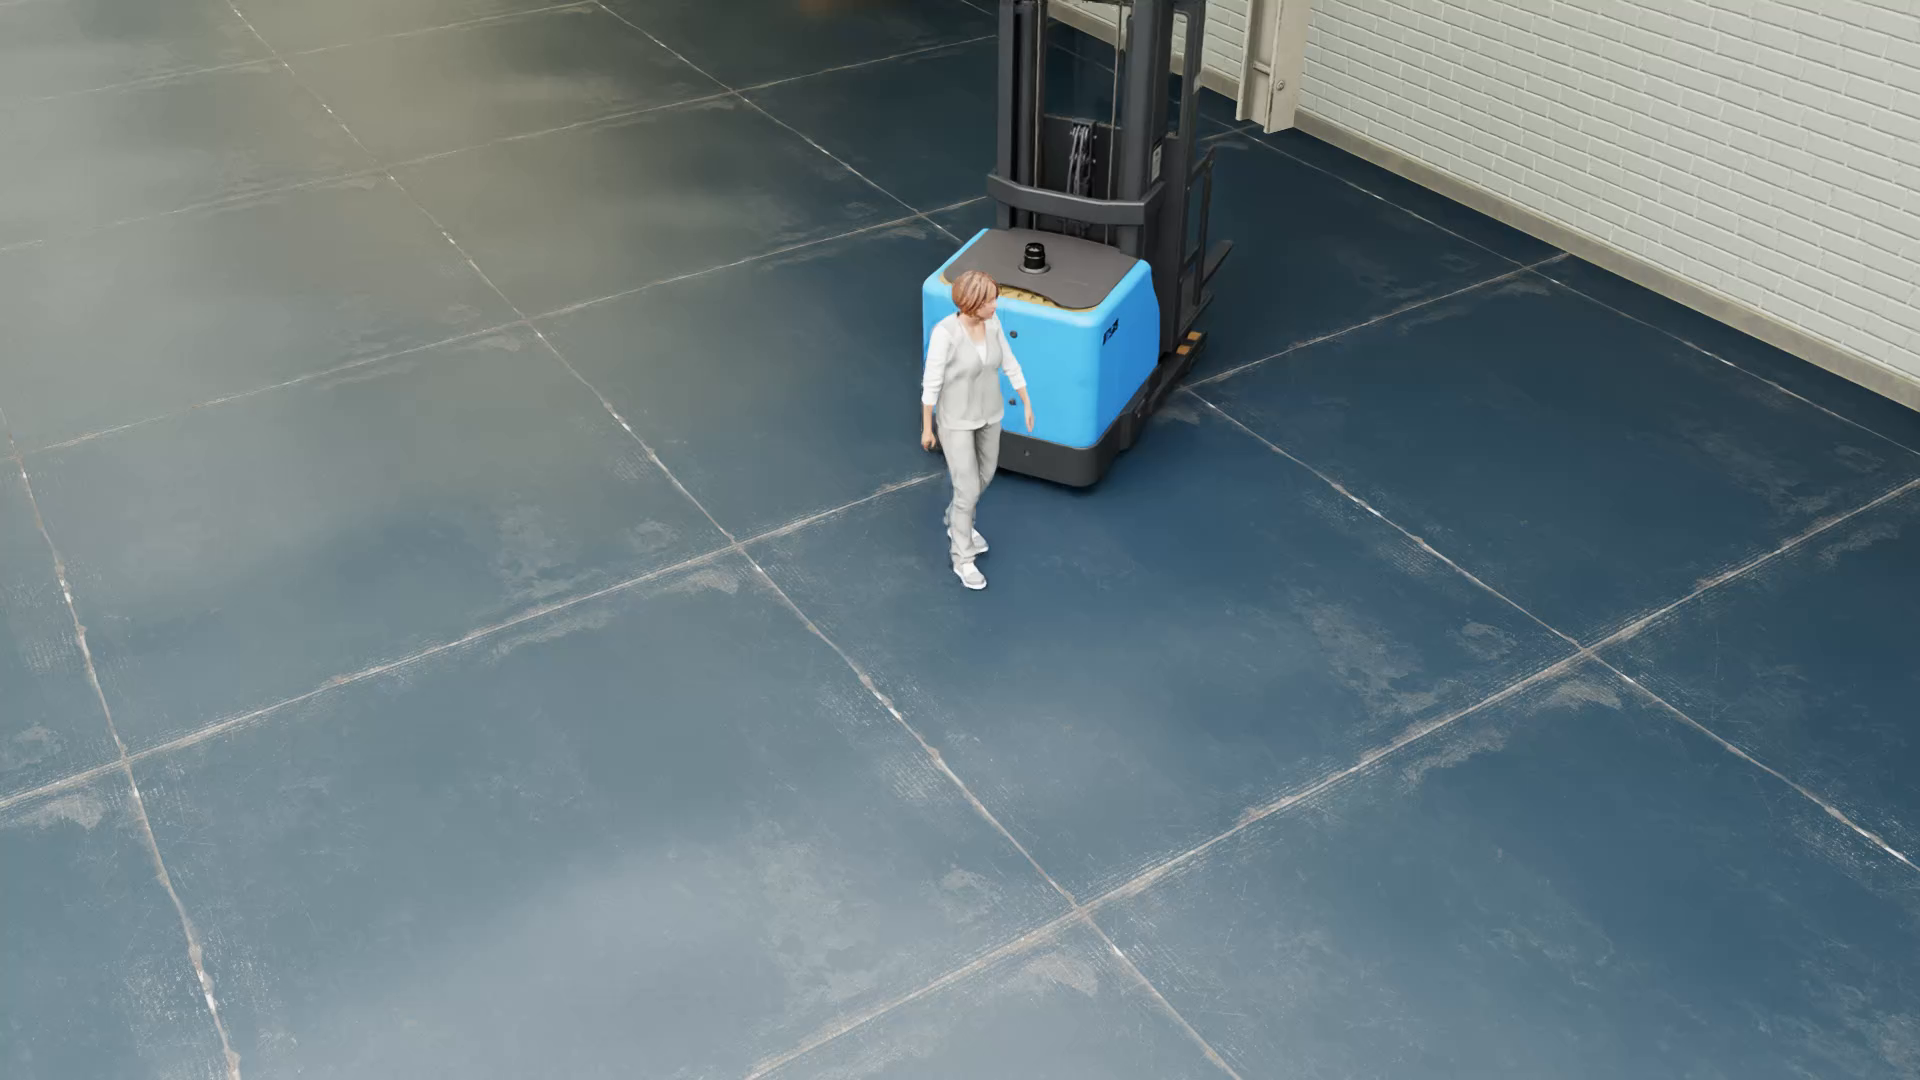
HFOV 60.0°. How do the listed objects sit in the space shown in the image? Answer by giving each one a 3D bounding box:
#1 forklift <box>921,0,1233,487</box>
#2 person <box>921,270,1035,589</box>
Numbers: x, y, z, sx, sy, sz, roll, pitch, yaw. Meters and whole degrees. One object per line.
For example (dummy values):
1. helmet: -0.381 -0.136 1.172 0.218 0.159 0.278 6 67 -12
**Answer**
1. forklift: 0.877 -2.323 9.454 1.130 2.935 3.031 15 38 21
2. person: 0.095 -0.565 8.133 0.552 1.578 0.543 -26 43 -32
